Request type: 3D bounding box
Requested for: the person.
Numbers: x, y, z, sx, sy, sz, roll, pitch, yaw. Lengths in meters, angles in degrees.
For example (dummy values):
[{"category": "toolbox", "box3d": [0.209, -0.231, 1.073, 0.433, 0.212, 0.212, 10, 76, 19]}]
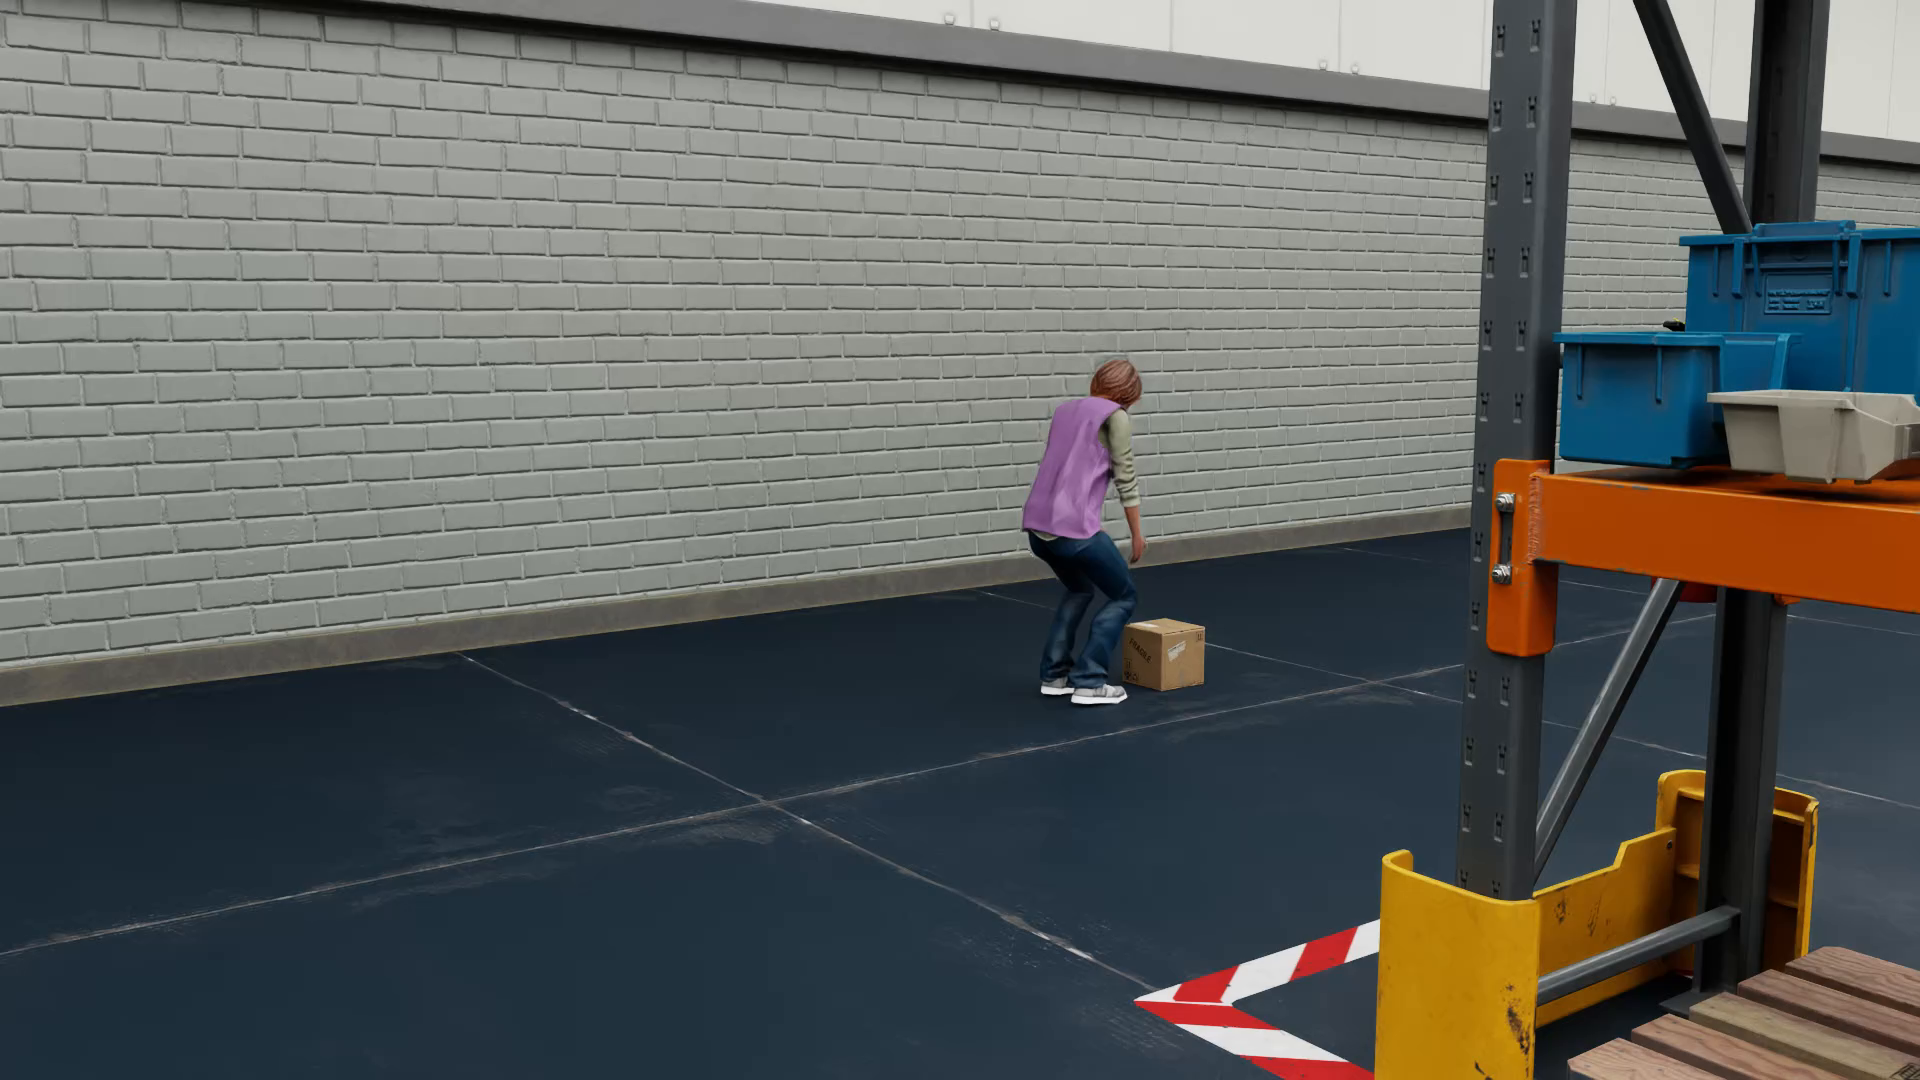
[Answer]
[{"category": "person", "box3d": [0.454, 0.056, 6.827, 0.445, 1.225, 0.458, -6, 10, -35]}]
